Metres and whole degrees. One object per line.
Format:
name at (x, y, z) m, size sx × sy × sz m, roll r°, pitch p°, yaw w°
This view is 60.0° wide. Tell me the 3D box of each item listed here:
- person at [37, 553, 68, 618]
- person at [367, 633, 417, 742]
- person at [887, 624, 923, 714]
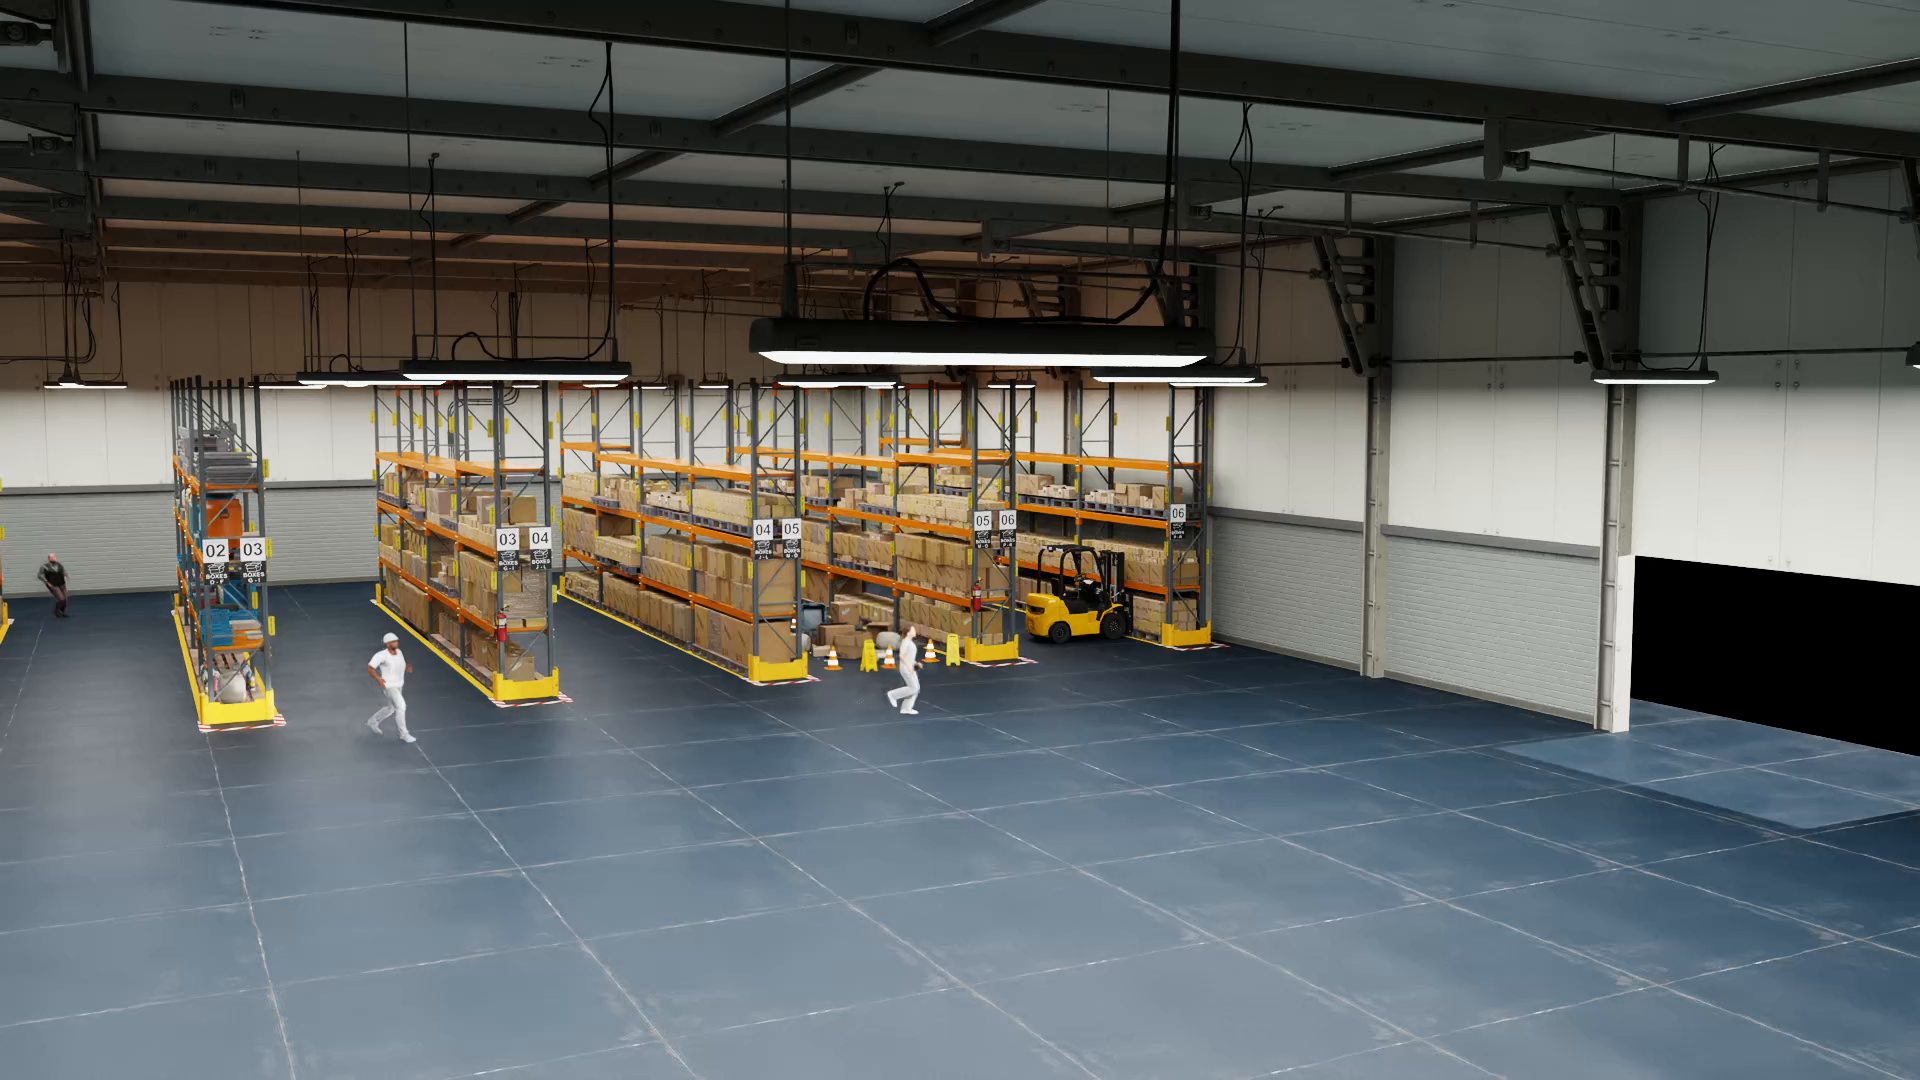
person at (-22.810, 1.162, 41.976) m, size 0.588 × 1.659 × 0.664 m, roll 3°, pitch 6°, yaw 27°
person at (-9.352, 2.409, 27.354) m, size 0.914 × 1.780 × 0.682 m, roll 1°, pitch 5°, yaw 12°
person at (-0.979, 2.296, 29.564) m, size 0.603 × 1.617 × 0.549 m, roll 1°, pitch 5°, yaw 8°
